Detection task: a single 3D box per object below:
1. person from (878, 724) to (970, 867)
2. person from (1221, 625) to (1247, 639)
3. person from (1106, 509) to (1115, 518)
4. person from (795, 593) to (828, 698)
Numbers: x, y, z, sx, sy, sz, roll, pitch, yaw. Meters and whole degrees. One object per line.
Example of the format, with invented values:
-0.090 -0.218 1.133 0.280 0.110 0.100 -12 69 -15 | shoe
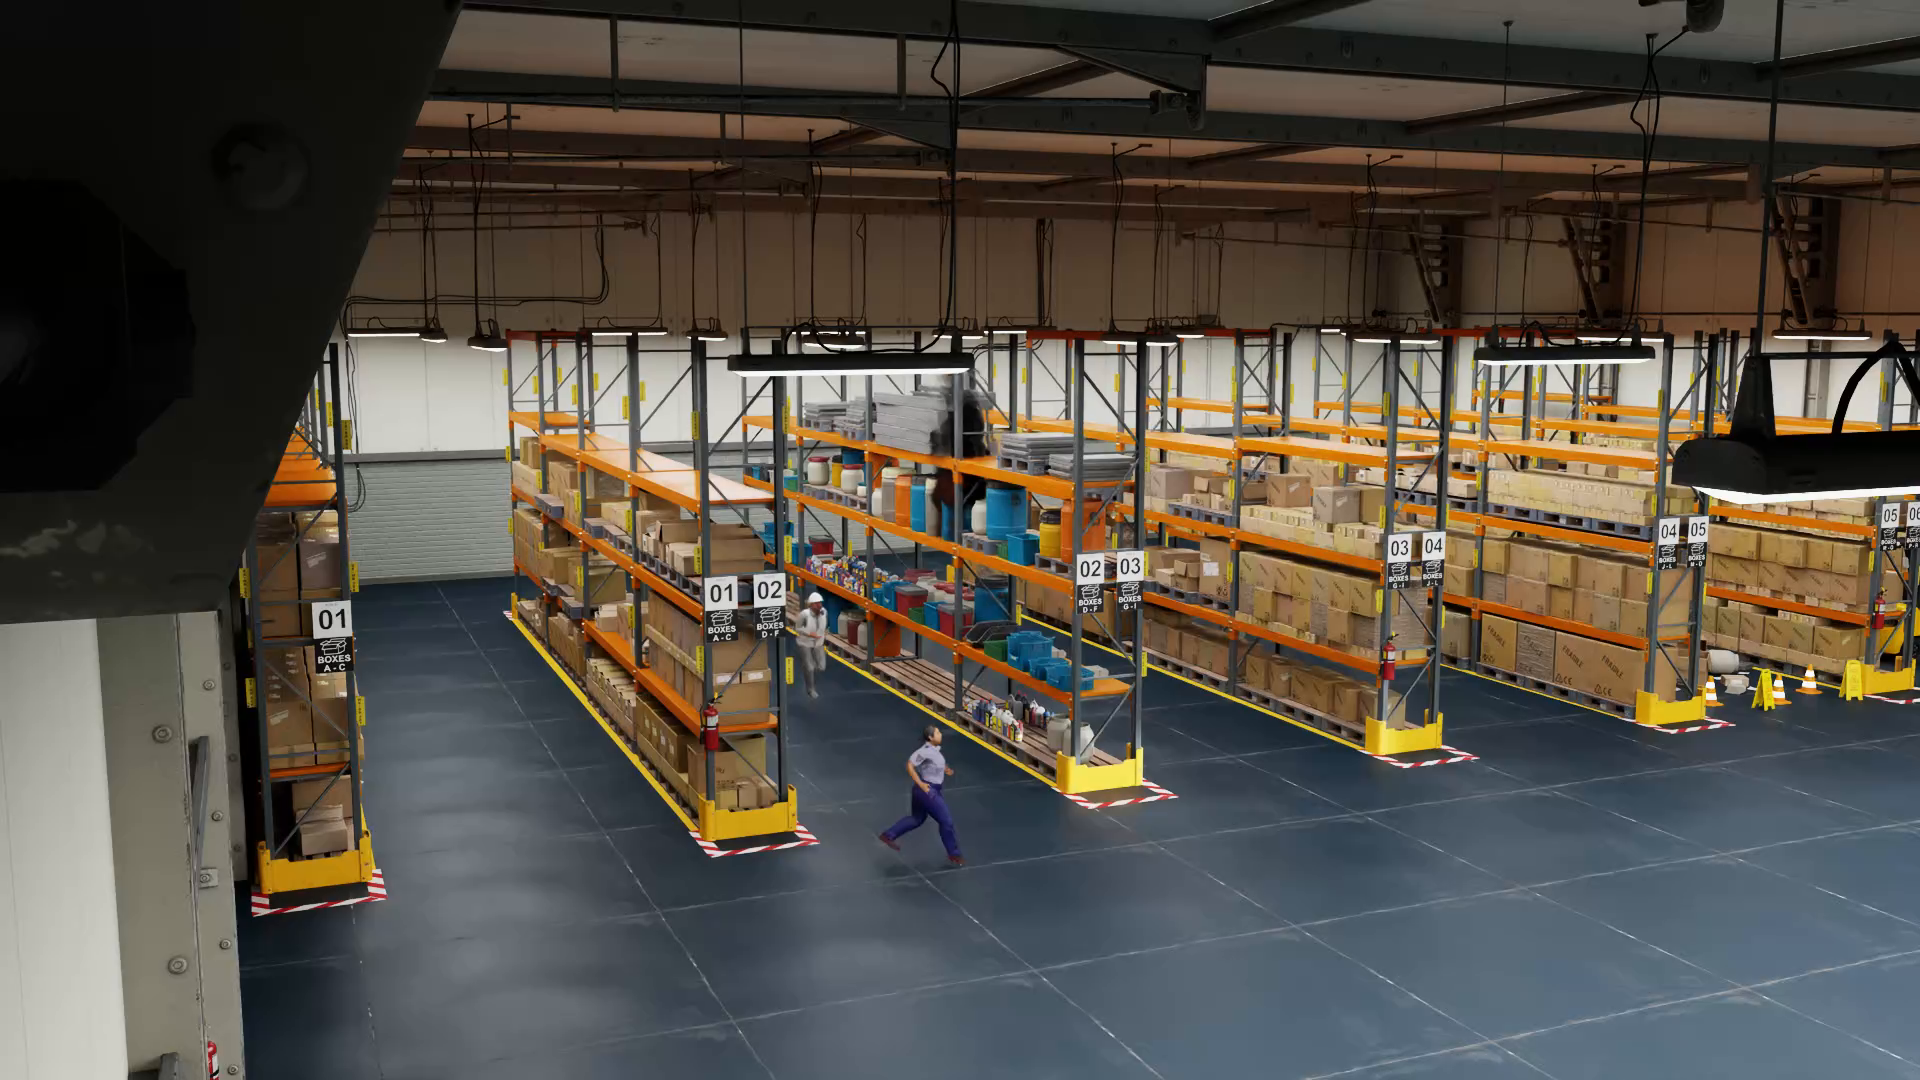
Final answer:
-0.409 2.945 19.169 1.042 1.686 0.572 -1 8 -5 | person
5.282 1.226 31.649 0.629 1.680 0.677 -5 9 -30 | person
3.539 0.002 40.338 0.706 1.712 0.546 0 8 1 | person
-2.311 1.653 26.189 0.649 1.714 0.725 -4 9 -28 | person
